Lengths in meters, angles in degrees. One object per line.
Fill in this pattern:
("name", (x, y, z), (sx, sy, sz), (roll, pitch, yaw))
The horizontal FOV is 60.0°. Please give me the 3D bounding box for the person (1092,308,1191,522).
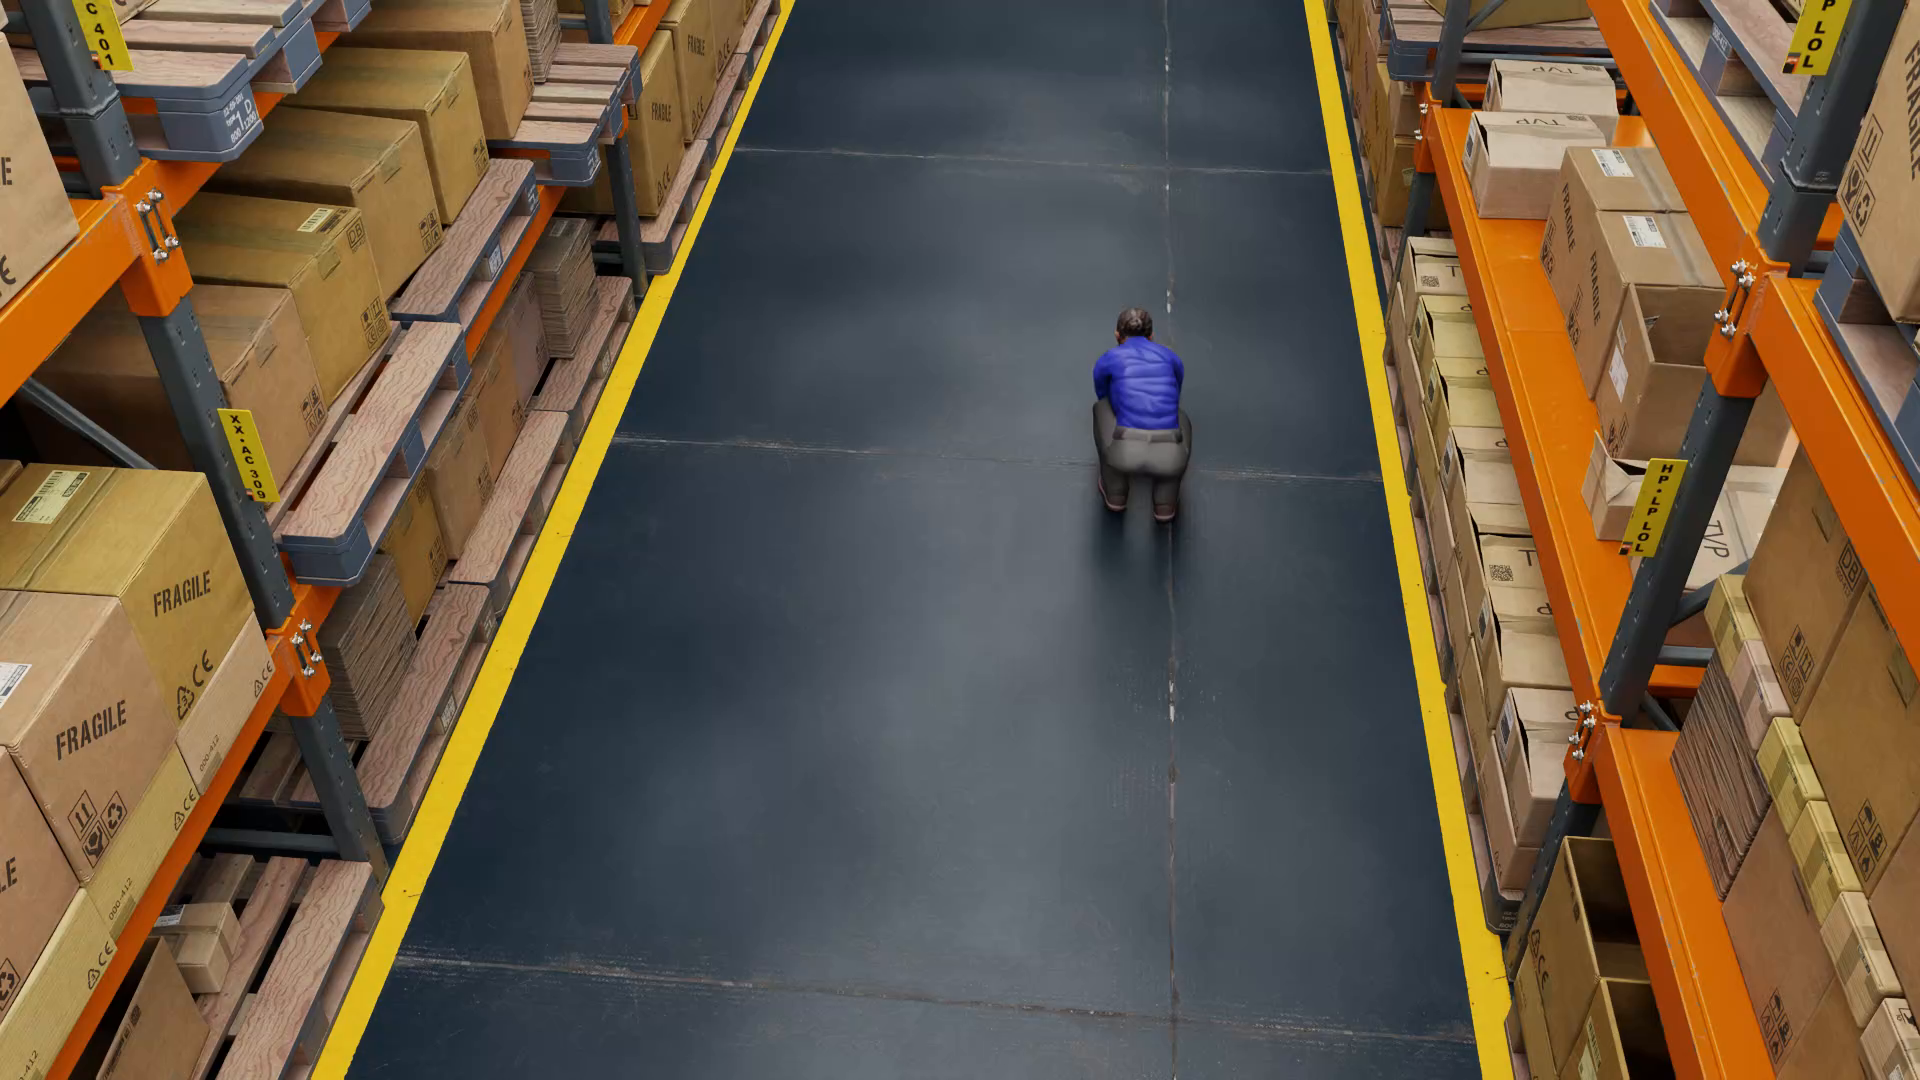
("person", (0.825, -0.530, 7.545), (0.463, 0.811, 0.832), (3, 40, 3))
